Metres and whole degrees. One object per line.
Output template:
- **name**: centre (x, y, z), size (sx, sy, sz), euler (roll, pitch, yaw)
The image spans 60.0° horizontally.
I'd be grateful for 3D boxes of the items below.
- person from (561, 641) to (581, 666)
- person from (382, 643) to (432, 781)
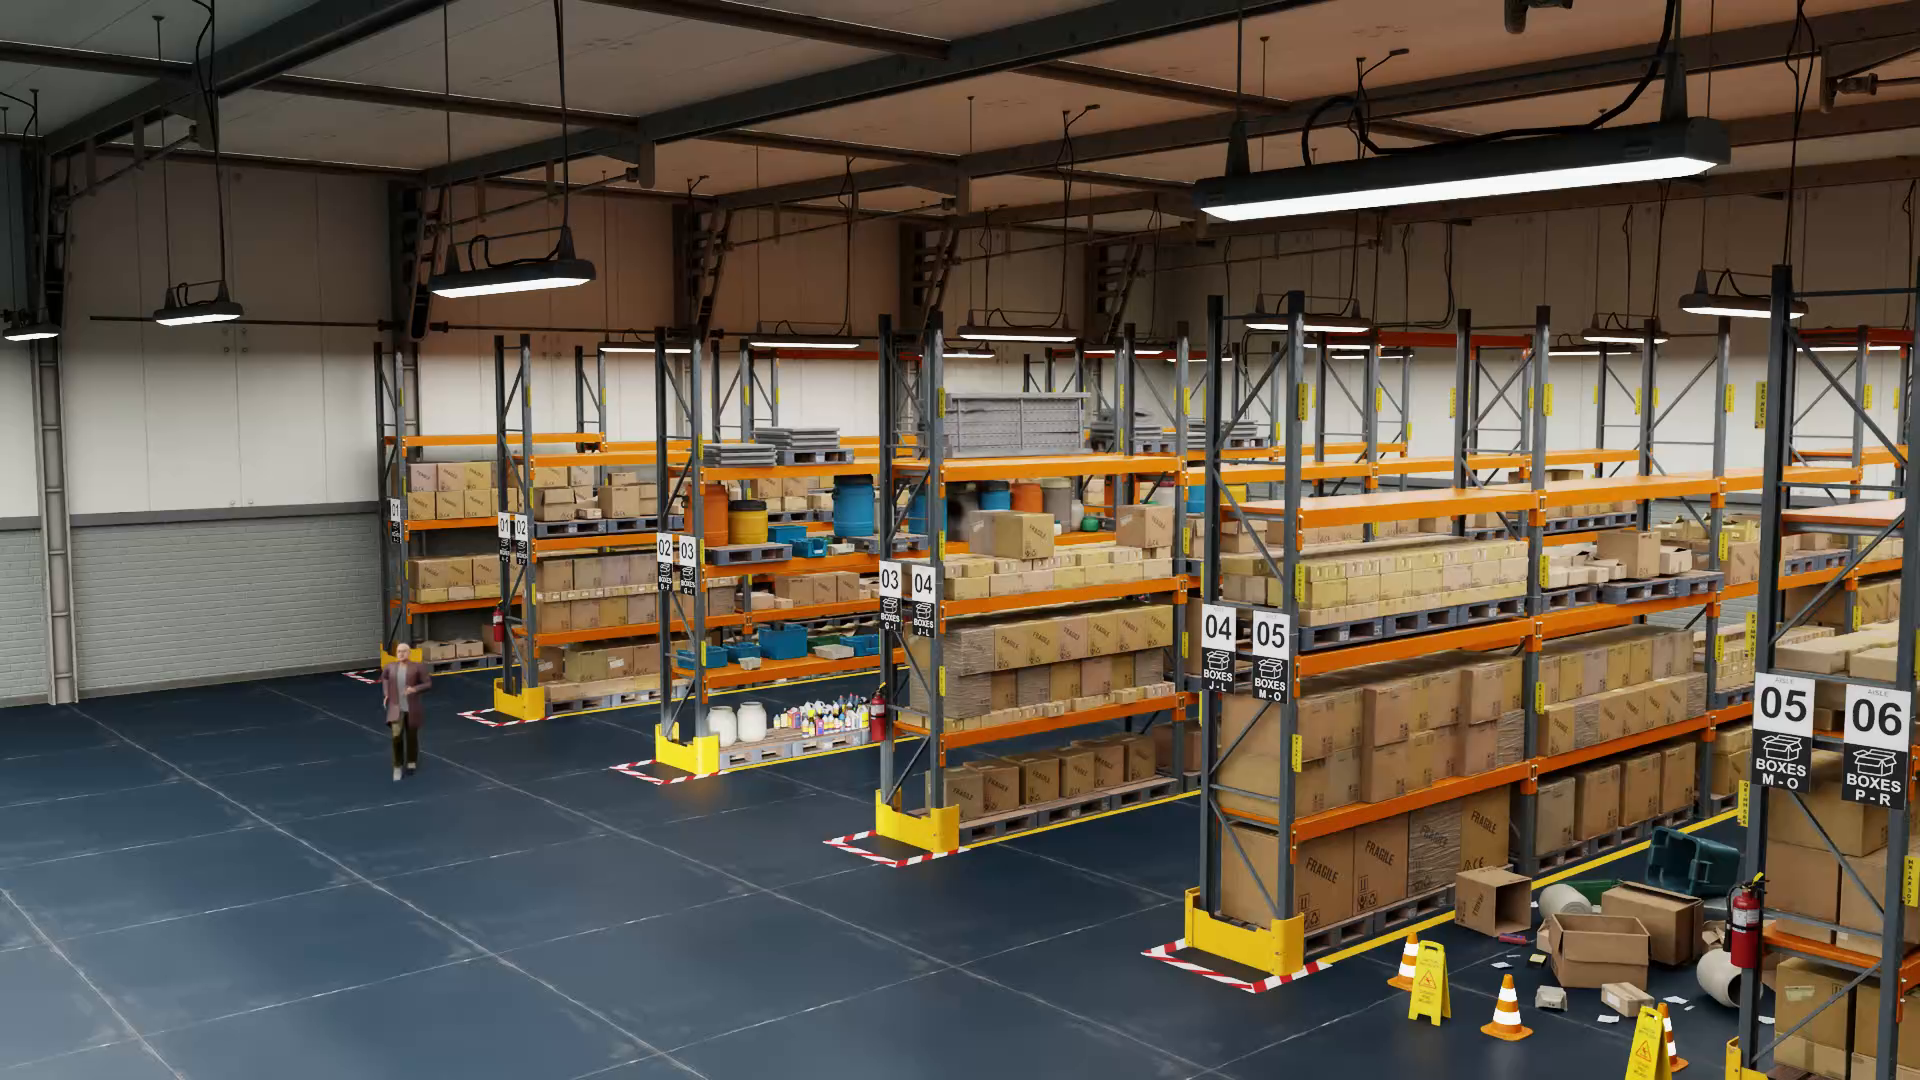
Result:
- **person**: centre (-6.651, 1.699, 28.694), size (0.632, 1.734, 0.691), euler (-5, 7, -42)
- **person**: centre (-7.360, 2.274, 22.125), size (0.679, 1.826, 0.798), euler (-1, 5, -11)
